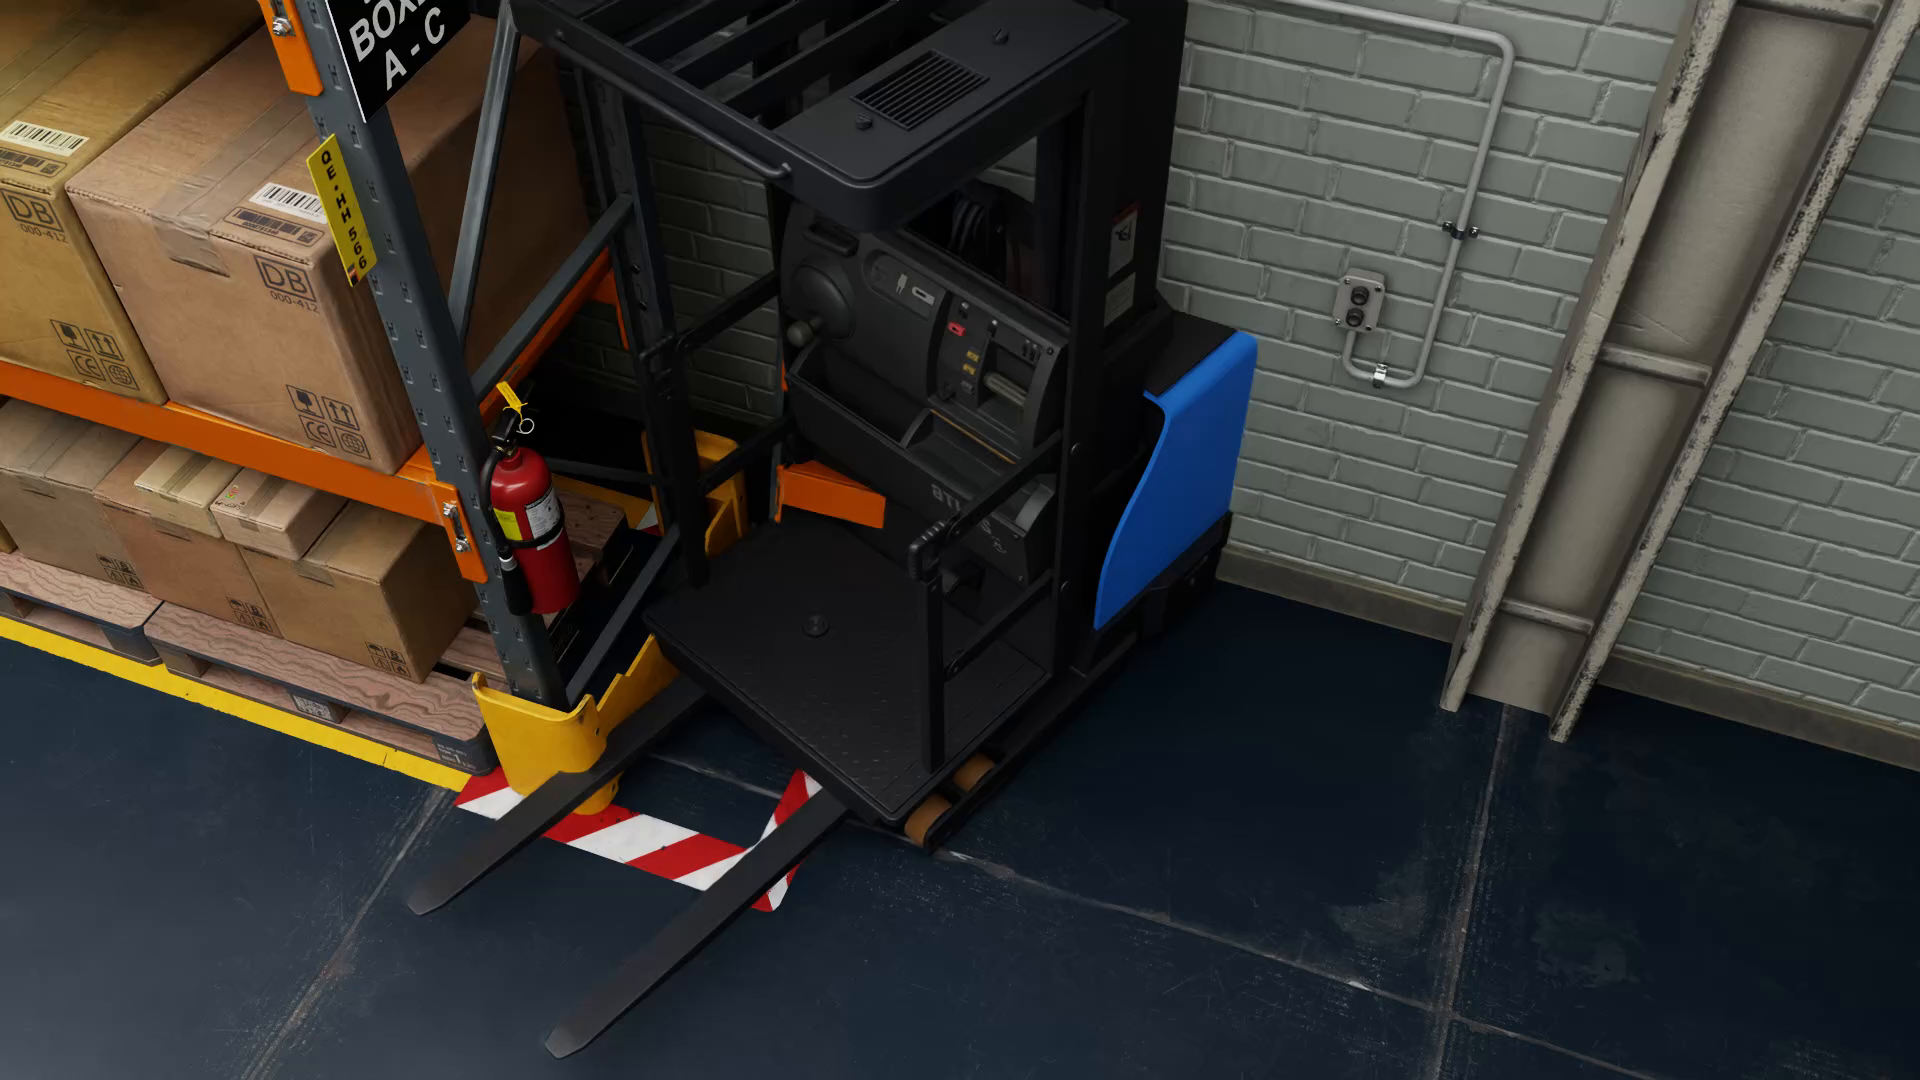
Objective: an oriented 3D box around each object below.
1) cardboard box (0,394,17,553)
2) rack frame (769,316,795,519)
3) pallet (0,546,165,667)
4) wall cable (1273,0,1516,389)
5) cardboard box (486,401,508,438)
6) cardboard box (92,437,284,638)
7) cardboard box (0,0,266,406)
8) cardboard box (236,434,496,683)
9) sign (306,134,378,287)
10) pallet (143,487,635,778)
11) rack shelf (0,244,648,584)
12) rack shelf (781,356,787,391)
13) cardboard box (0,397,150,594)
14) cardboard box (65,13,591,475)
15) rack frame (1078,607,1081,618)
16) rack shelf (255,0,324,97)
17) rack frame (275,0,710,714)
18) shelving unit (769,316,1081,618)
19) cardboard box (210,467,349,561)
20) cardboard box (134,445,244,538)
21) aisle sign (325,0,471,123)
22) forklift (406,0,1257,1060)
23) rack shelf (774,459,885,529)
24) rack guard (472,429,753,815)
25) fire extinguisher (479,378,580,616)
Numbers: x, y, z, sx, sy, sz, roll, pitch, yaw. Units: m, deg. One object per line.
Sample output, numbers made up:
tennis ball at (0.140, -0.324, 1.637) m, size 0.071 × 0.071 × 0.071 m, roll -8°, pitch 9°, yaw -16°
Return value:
cardboard box at (-3.204, -0.429, 5.513) m, size 0.500 × 0.500 × 0.700 m, roll 17°, pitch 51°, yaw 14°
rack frame at (-0.490, -0.444, 5.390) m, size 0.032 × 1.125 × 0.500 m, roll 14°, pitch 30°, yaw 13°
pallet at (-2.986, -0.162, 5.751) m, size 1.213 × 0.211 × 1.003 m, roll 16°, pitch 51°, yaw 13°
wall cable at (0.460, -1.269, 4.192) m, size 1.851 × 1.984 × 0.084 m, roll 16°, pitch 51°, yaw 13°
cardboard box at (-1.573, -0.354, 5.018) m, size 0.250 × 0.149 × 0.380 m, roll 16°, pitch 51°, yaw 13°
cardboard box at (-2.229, -0.163, 5.283) m, size 0.500 × 0.500 × 0.700 m, roll 15°, pitch 51°, yaw 13°
cardboard box at (-2.237, -1.008, 4.440) m, size 0.700 × 0.700 × 0.980 m, roll 15°, pitch 51°, yaw 13°
cardboard box at (-1.760, -0.032, 5.169) m, size 0.500 × 0.500 × 0.700 m, roll 16°, pitch 51°, yaw 13°
sign at (-1.270, -0.677, 3.428) m, size 0.005 × 0.325 × 0.100 m, roll 16°, pitch 51°, yaw 13°
pallet at (-1.846, 0.159, 5.473) m, size 1.213 × 0.211 × 1.003 m, roll 16°, pitch 51°, yaw 13°
rack shelf at (-2.945, -0.889, 5.012) m, size 4.000 × 0.370 × 1.077 m, roll 16°, pitch 51°, yaw 13°
rack shelf at (0.018, -0.575, 5.128) m, size 1.000 × 0.278 × 0.538 m, roll 14°, pitch 30°, yaw 13°
cardboard box at (-2.701, -0.294, 5.396) m, size 0.500 × 0.500 × 0.700 m, roll 14°, pitch 51°, yaw 12°
cardboard box at (-1.550, -0.826, 4.282) m, size 0.700 × 0.700 × 0.980 m, roll 18°, pitch 51°, yaw 15°
rack frame at (0.468, -0.200, 5.155) m, size 0.032 × 1.125 × 0.500 m, roll 14°, pitch 30°, yaw 13°
rack shelf at (-2.945, -1.871, 3.878) m, size 4.000 × 0.370 × 1.077 m, roll 16°, pitch 51°, yaw 13°
rack frame at (-1.069, -0.601, 4.286) m, size 0.127 × 3.000 × 1.000 m, roll 16°, pitch 51°, yaw 13°
shelving unit at (-0.011, -0.322, 5.272) m, size 1.048 × 1.125 × 0.538 m, roll 14°, pitch 30°, yaw 13°
cardboard box at (-1.943, -0.149, 4.841) m, size 0.250 × 0.149 × 0.380 m, roll 15°, pitch 51°, yaw 13°
cardboard box at (-2.183, -0.215, 4.899) m, size 0.250 × 0.149 × 0.380 m, roll 17°, pitch 51°, yaw 14°
aisle sign at (-1.105, -1.221, 3.103) m, size 0.004 × 0.787 × 0.394 m, roll 16°, pitch 51°, yaw 13°
forklift at (-0.262, -0.485, 4.231) m, size 1.130 × 2.935 × 3.031 m, roll 35°, pitch 57°, yaw 26°
rack shelf at (-0.035, -0.110, 5.393) m, size 1.000 × 0.278 × 0.538 m, roll 14°, pitch 30°, yaw 13°
rack guard at (-1.046, 0.224, 5.225) m, size 0.348 × 0.500 × 1.175 m, roll 16°, pitch 51°, yaw 13°
fire extinguisher at (-1.087, -0.087, 4.138) m, size 0.183 × 0.674 × 0.296 m, roll 16°, pitch 51°, yaw 13°
